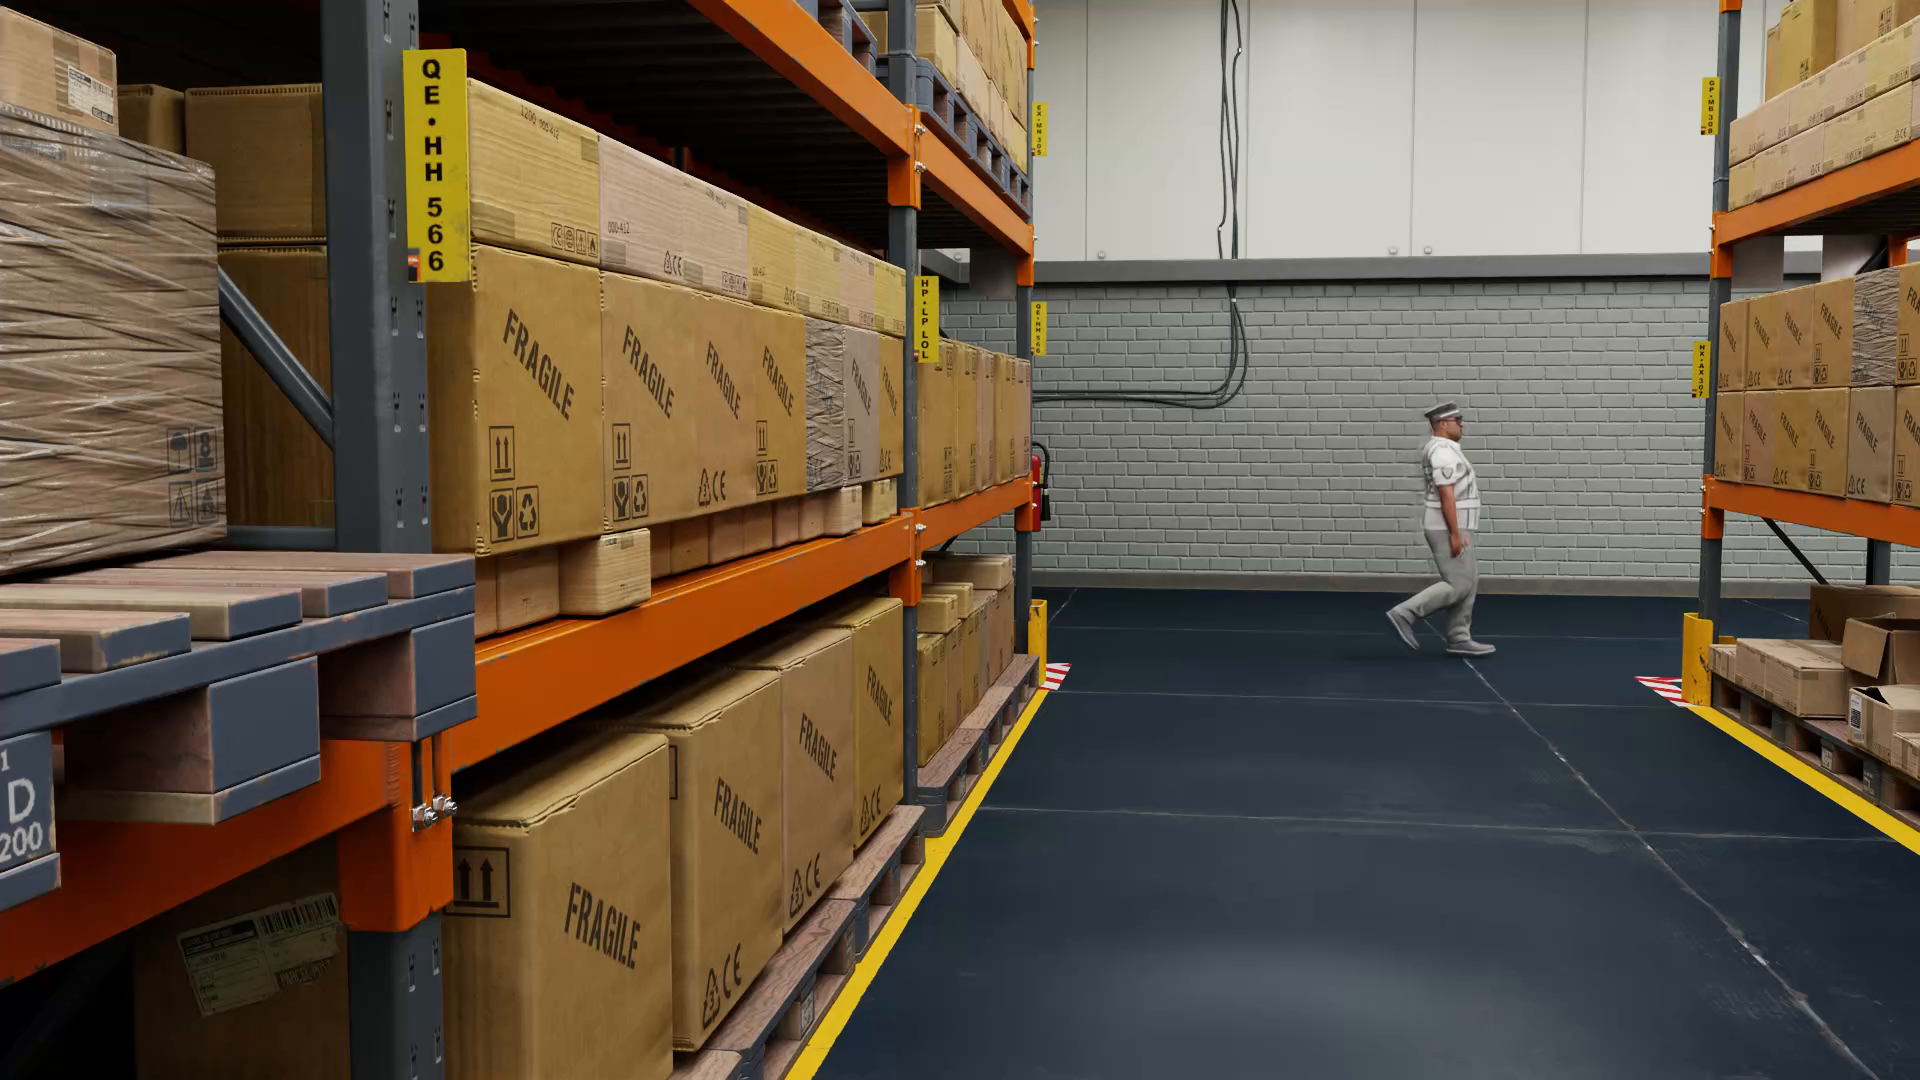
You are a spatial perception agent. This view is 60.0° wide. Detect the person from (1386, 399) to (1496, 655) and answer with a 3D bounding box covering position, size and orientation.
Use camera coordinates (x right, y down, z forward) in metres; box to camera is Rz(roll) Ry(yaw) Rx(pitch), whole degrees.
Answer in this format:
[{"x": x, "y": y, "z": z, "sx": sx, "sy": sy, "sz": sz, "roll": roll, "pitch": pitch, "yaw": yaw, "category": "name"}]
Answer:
[{"x": 3.302, "y": -0.084, "z": 11.372, "sx": 0.753, "sy": 1.751, "sz": 0.538, "roll": 1, "pitch": 5, "yaw": 11, "category": "person"}]
